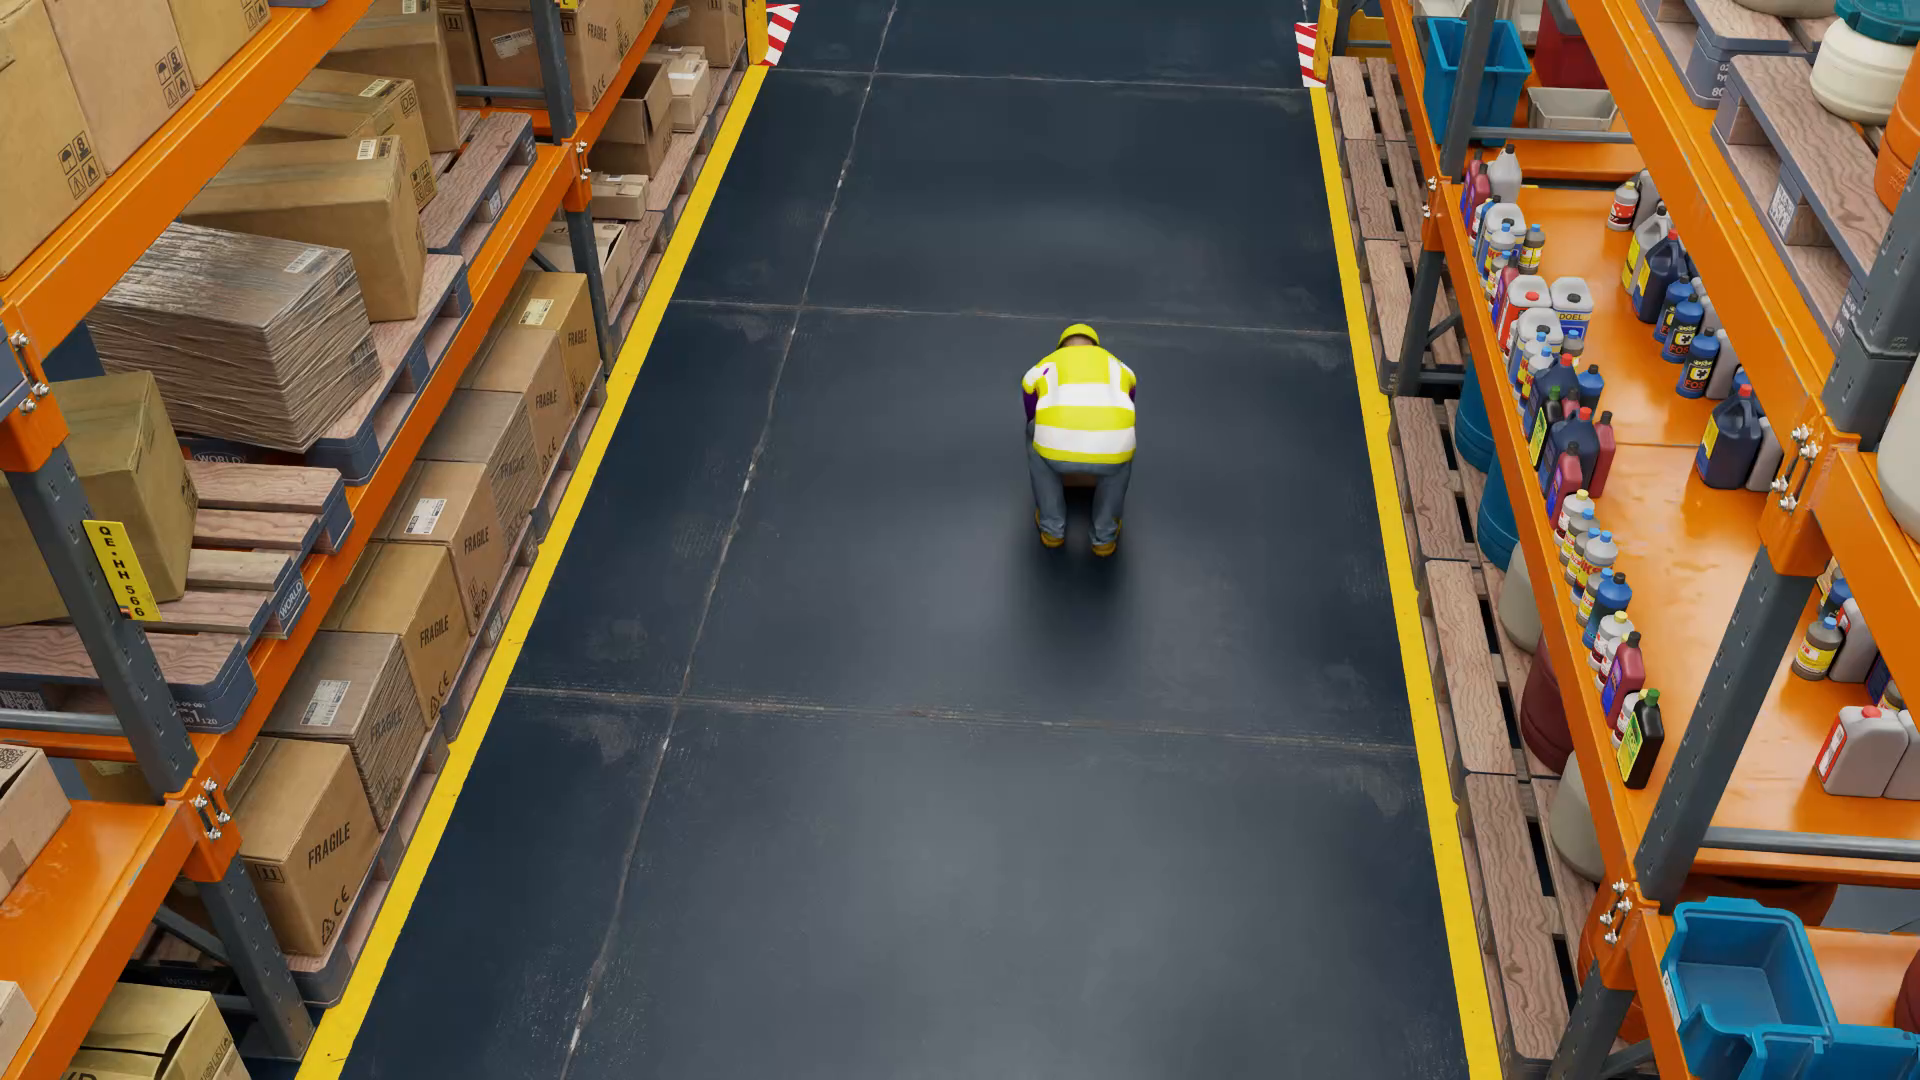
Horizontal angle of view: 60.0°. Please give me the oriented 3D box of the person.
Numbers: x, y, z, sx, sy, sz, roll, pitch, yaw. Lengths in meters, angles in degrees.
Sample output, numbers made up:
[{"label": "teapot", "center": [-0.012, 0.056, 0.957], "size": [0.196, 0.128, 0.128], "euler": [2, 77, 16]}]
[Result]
[{"label": "person", "center": [0.525, -0.454, 7.393], "size": [0.513, 0.886, 0.979], "euler": [2, 40, 2]}]
